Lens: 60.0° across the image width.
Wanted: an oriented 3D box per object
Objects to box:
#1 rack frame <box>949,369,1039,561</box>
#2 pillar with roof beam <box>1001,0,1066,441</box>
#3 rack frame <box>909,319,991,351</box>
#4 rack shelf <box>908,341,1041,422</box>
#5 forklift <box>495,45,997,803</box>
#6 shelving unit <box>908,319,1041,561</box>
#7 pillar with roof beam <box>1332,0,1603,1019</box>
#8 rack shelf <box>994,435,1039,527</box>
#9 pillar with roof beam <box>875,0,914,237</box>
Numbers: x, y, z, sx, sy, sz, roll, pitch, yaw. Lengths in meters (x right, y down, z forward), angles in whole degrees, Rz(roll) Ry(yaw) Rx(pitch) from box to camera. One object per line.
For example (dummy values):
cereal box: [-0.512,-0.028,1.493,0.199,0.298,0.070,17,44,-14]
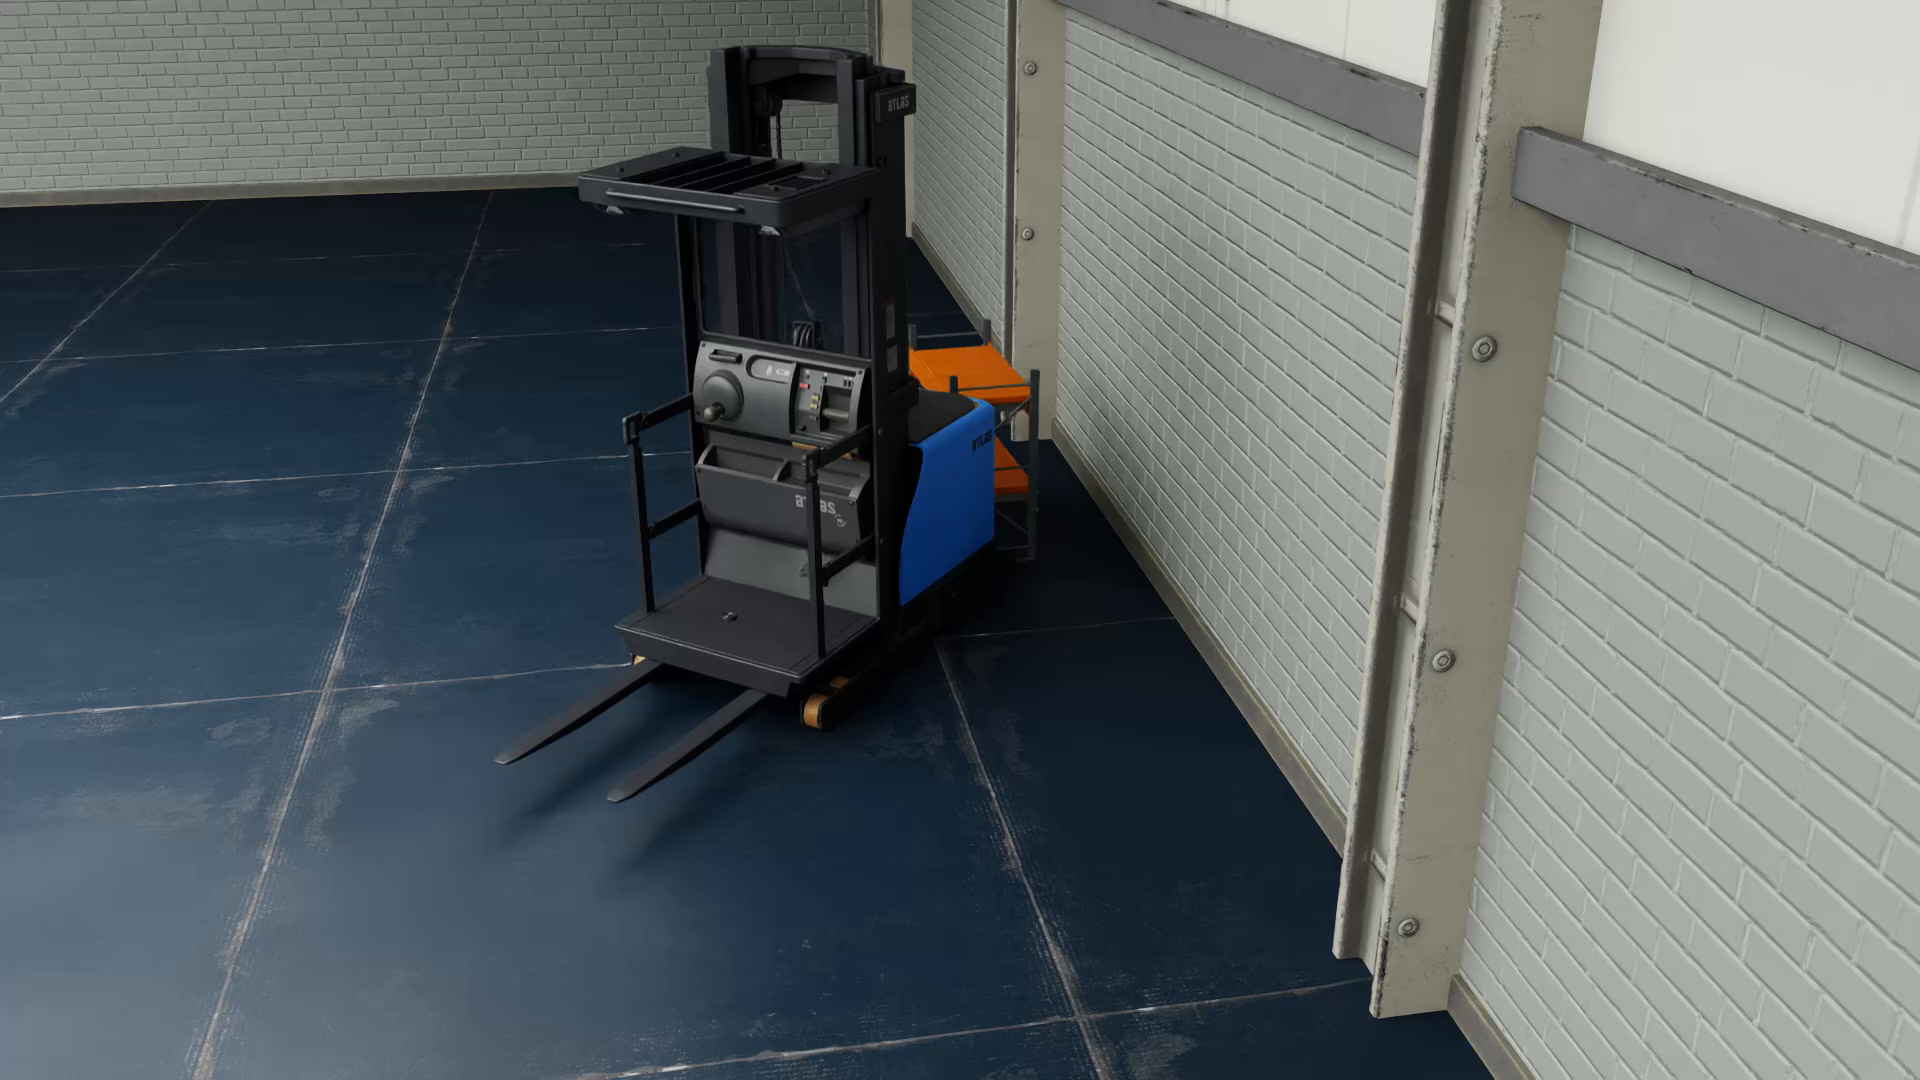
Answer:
rack frame: [0.186,-0.387,9.232,0.500,1.125,0.032,-6,24,-13]
pillar with roof beam: [-3.759,-4.563,8.954,9.100,9.000,0.400,-4,24,-10]
rack frame: [-0.059,-0.782,10.136,0.500,1.125,0.032,-6,24,-13]
rack shelf: [0.064,-0.853,9.567,0.538,0.278,1.000,-6,24,-13]
forklift: [-0.953,-0.669,7.619,1.130,2.935,3.031,12,27,26]
shelving unit: [0.064,-0.585,9.684,0.538,1.125,1.048,-6,24,-13]
pillar with roof beam: [-2.649,-2.203,3.551,9.100,9.000,0.400,-4,24,-10]
rack shelf: [0.064,-0.361,9.782,0.538,0.278,1.000,-6,24,-13]
pillar with roof beam: [-4.868,-6.923,14.358,9.100,9.000,0.400,-4,24,-10]
